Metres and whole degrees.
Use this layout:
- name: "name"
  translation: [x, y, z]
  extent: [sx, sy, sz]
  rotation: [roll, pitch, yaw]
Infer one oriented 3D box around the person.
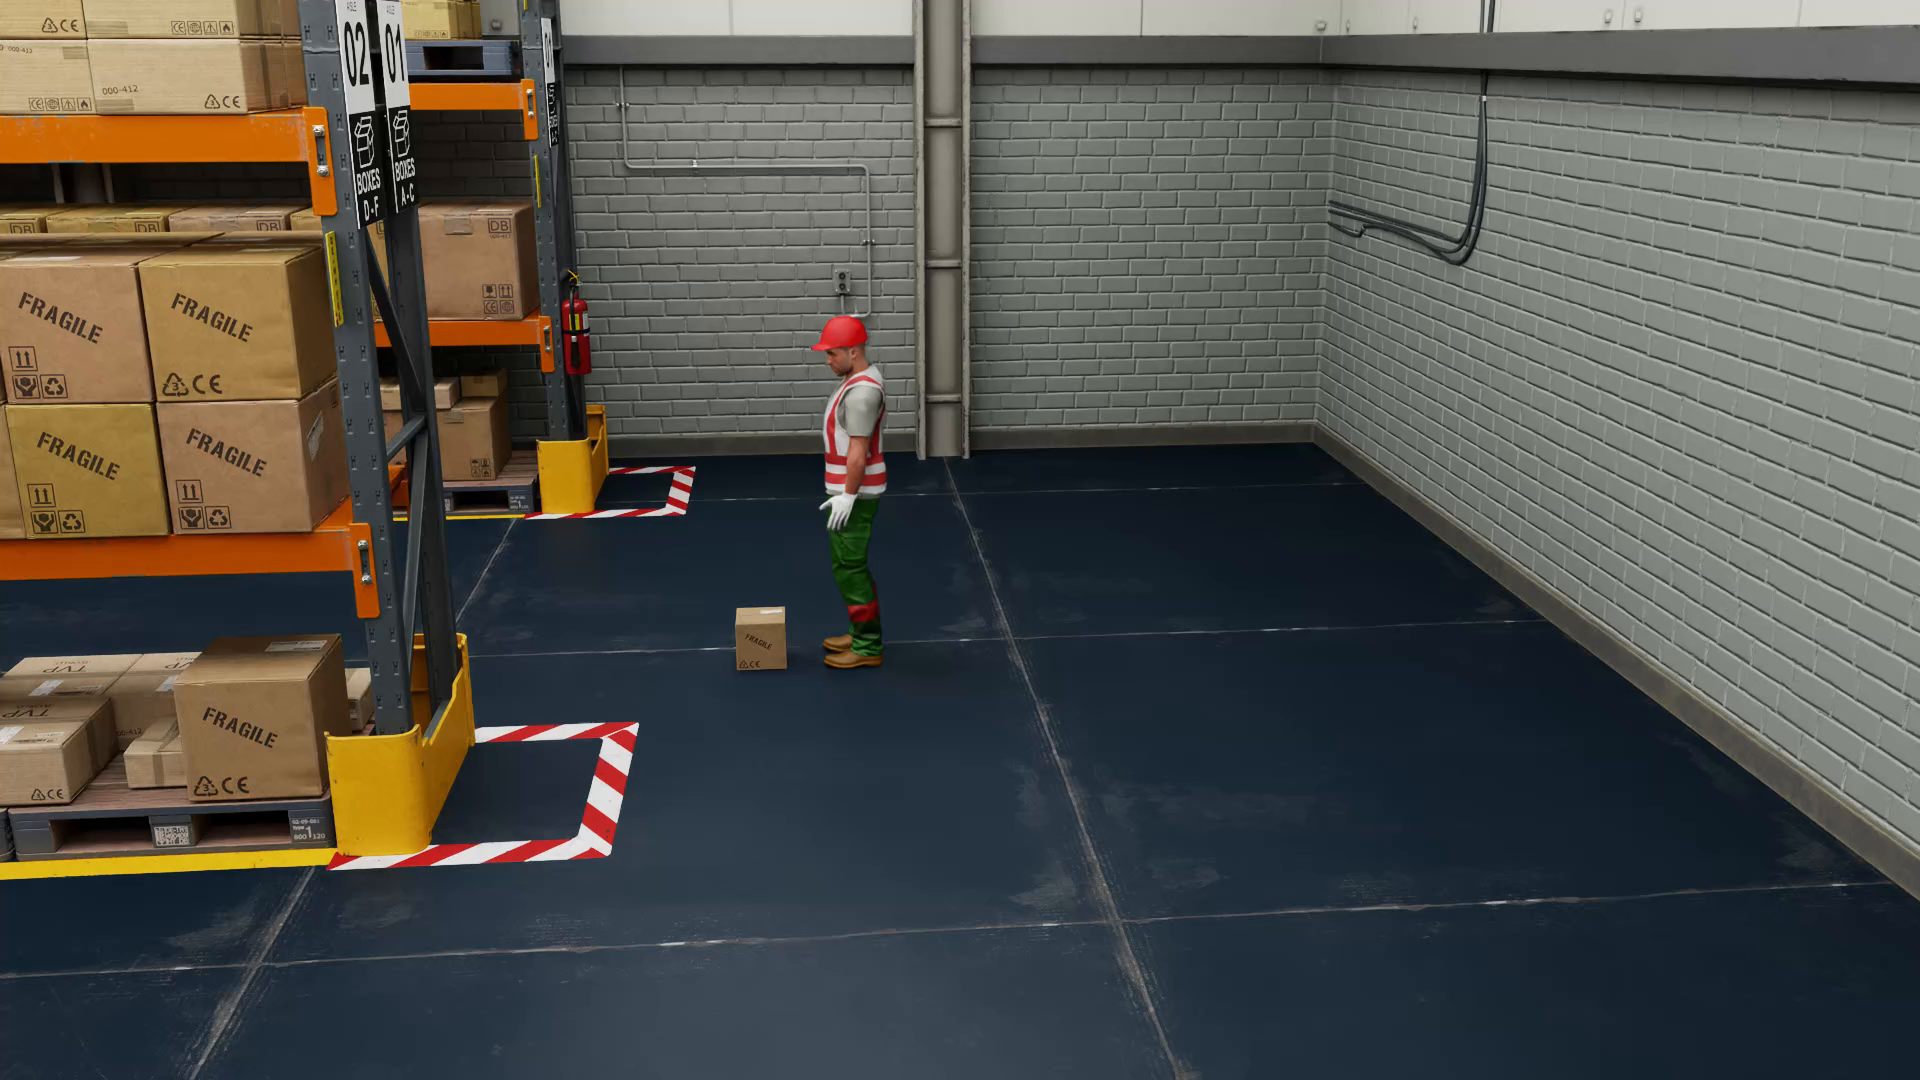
- name: "person"
  translation: [-0.540, -0.267, 8.309]
  extent: [0.364, 1.715, 0.529]
  rotation: [-1, 17, -5]
